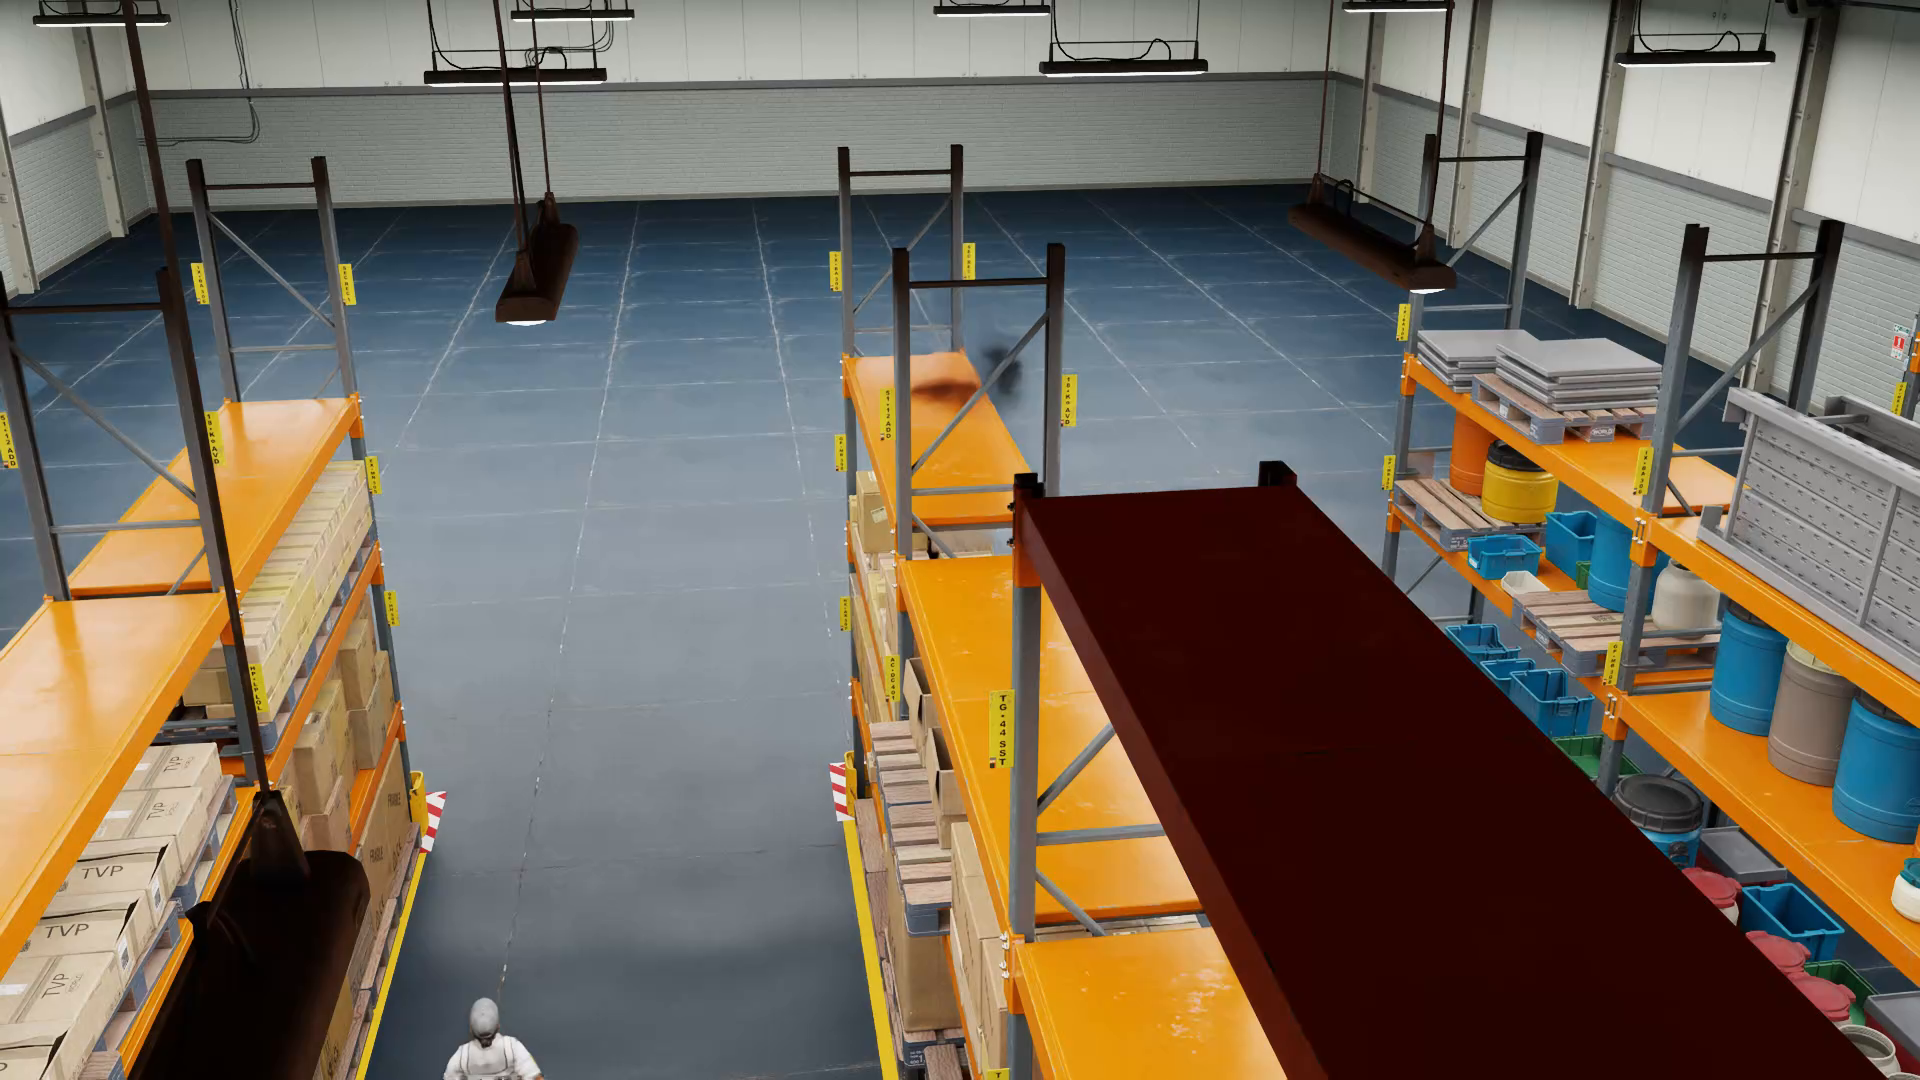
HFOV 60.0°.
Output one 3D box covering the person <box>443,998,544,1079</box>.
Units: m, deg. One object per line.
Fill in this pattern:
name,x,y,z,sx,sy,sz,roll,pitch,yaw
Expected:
person,-2.883,3.584,10.367,0.620,1.634,0.823,-6,22,-15
